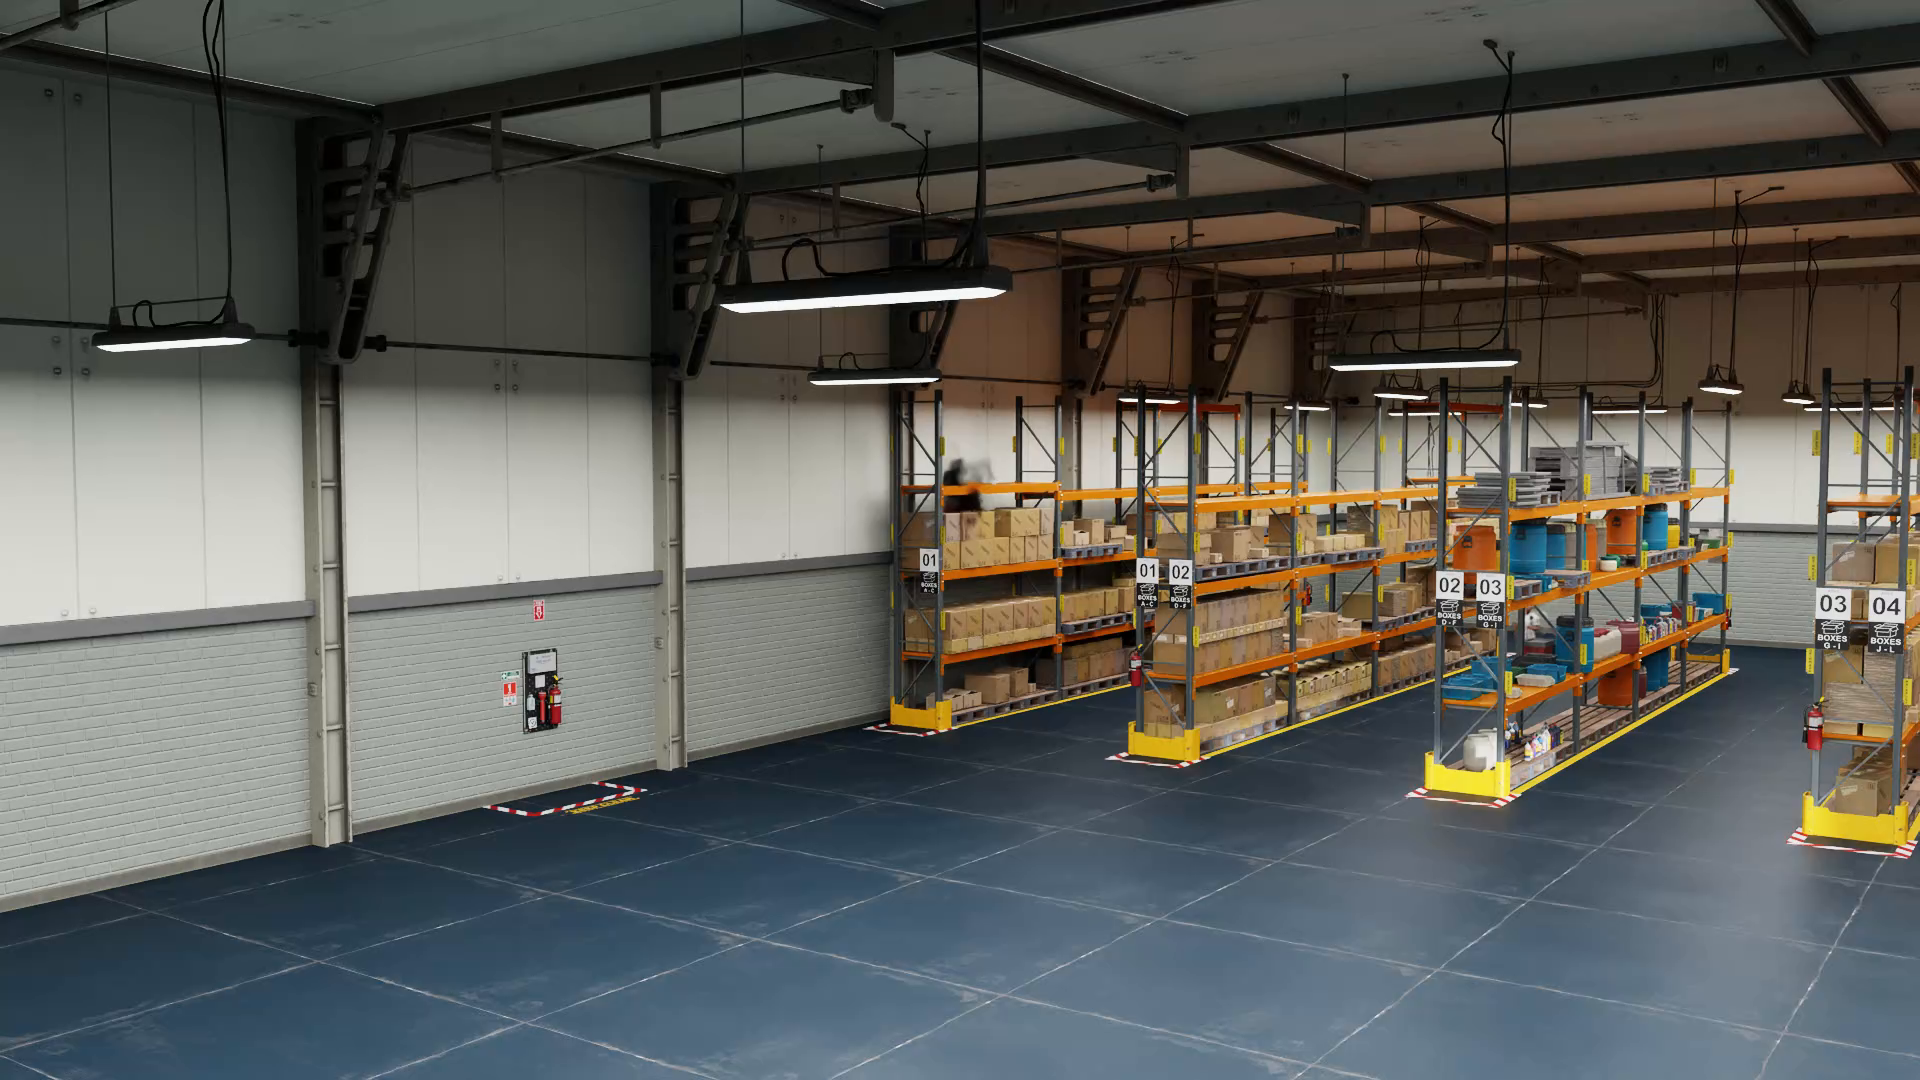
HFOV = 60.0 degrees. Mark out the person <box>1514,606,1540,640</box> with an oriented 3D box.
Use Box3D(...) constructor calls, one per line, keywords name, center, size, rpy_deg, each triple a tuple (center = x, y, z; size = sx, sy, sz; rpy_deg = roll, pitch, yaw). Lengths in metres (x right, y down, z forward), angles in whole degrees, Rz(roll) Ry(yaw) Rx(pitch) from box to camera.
Box3D(name="person", center=(12.131, 2.154, 35.615), size=(0.546, 1.758, 0.755), rpy_deg=(1, 3, 21))
